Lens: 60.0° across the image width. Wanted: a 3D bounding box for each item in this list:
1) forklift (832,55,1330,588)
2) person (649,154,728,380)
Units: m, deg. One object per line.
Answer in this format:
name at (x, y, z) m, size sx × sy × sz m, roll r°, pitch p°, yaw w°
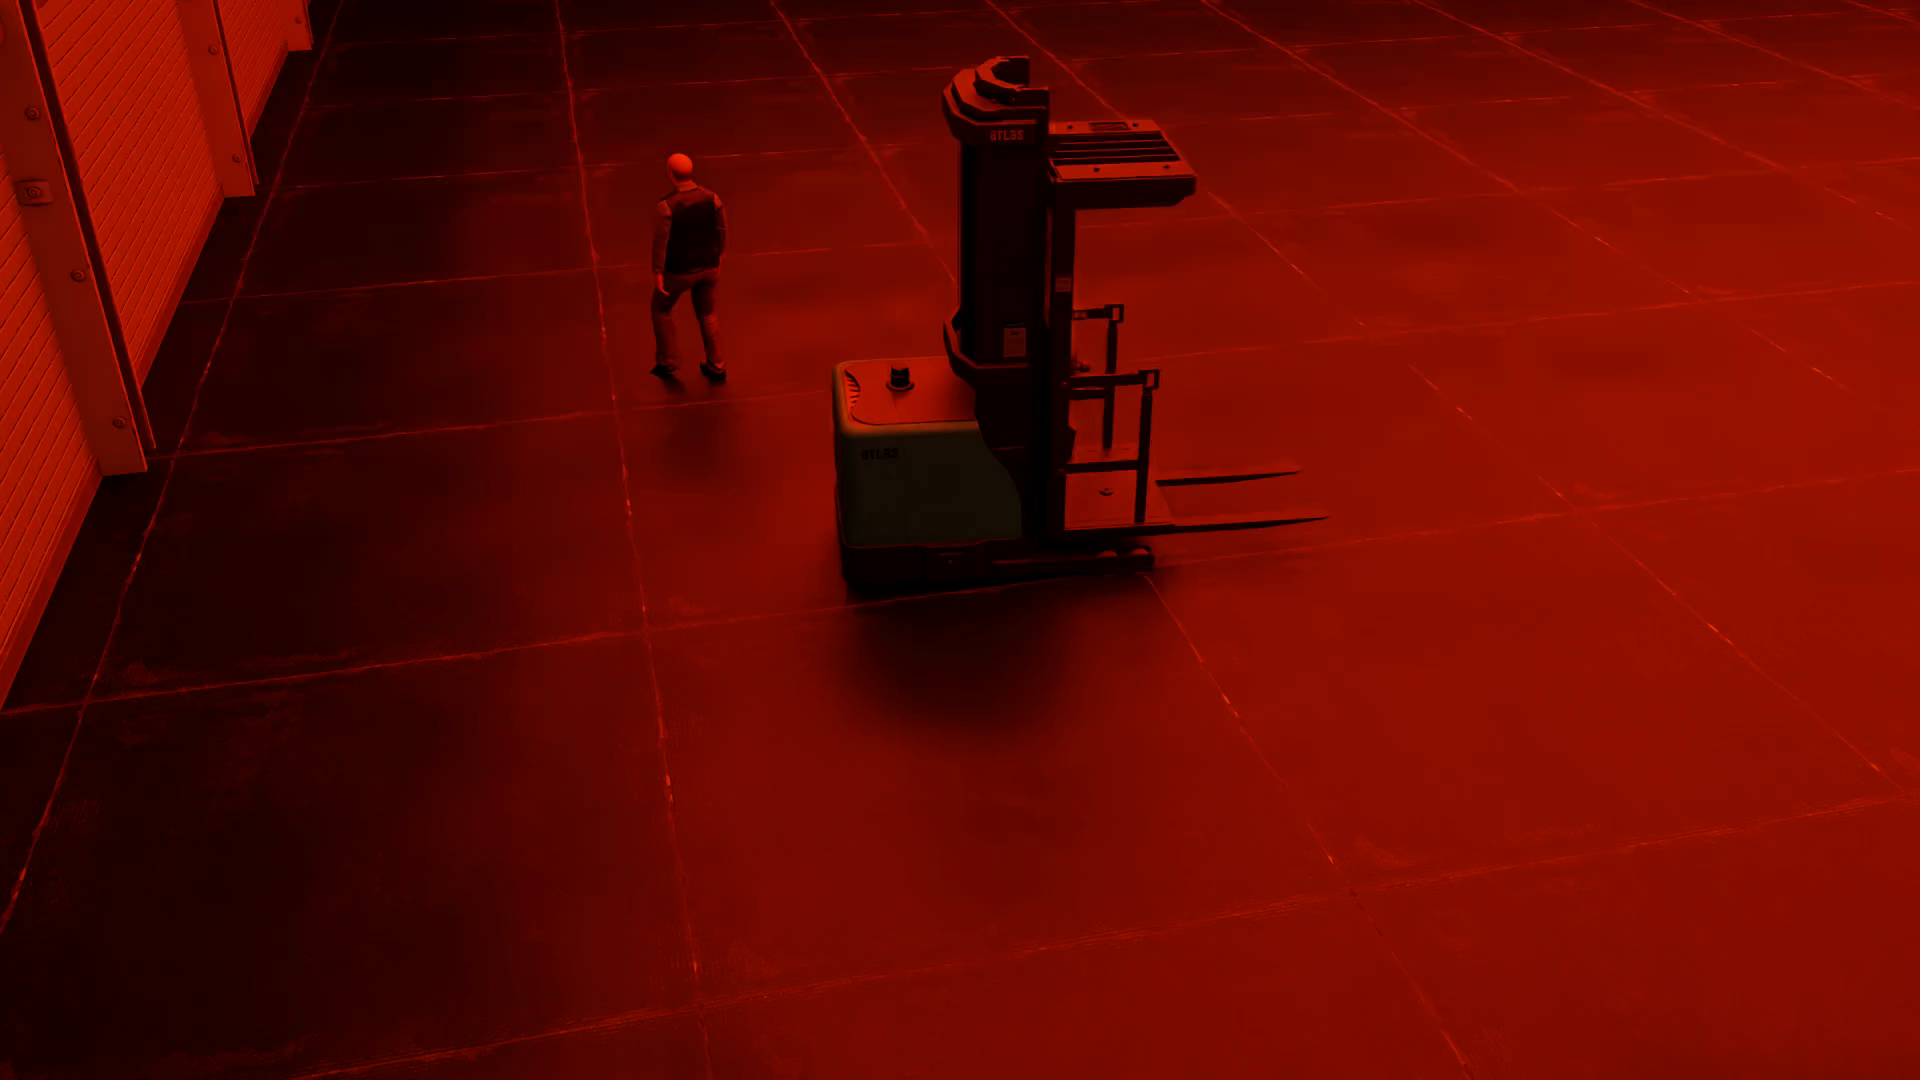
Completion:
forklift at (0.754, -1.297, 9.815) m, size 3.031 × 2.935 × 1.130 m, roll -3°, pitch 30°, yaw -6°
person at (-2.019, -1.996, 12.313) m, size 0.631 × 1.765 × 0.540 m, roll -20°, pitch 36°, yaw -31°
